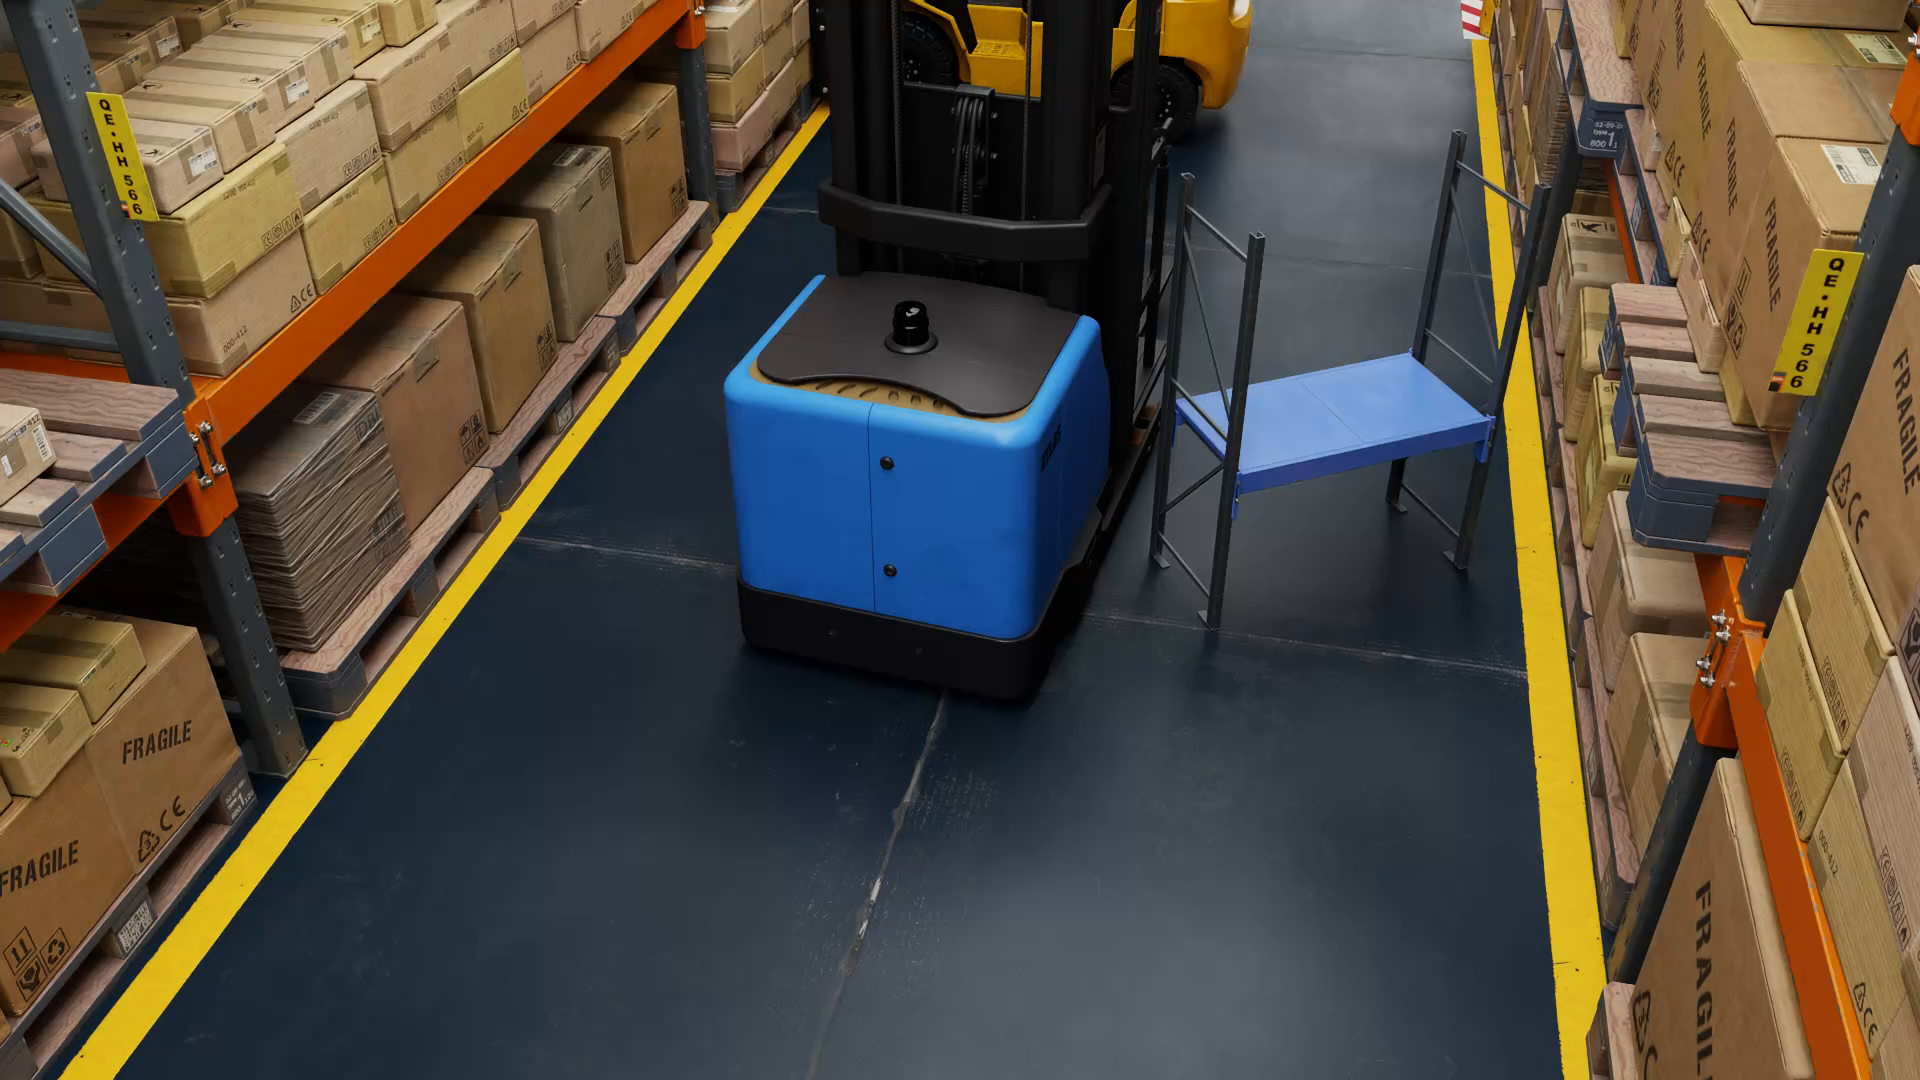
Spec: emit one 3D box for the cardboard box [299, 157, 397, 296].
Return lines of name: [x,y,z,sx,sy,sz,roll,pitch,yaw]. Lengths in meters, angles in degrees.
cardboard box: [-2.133,-1.009,5.214,0.500,0.250,0.500,7,36,9]

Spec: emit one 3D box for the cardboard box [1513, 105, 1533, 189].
cardboard box: [3.094,-1.967,8.394,0.500,0.250,0.500,6,36,9]

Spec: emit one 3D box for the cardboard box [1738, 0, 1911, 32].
cardboard box: [2.345,-1.505,4.522,0.380,0.149,0.250,6,36,8]

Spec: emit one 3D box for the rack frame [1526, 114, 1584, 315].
rack frame: [3.126,-2.232,6.773,1.000,3.000,0.127,7,37,10]

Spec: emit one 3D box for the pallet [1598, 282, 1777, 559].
pallet: [2.320,-0.283,4.247,1.213,0.211,1.003,7,37,10]

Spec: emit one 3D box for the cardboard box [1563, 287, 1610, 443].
cardboard box: [2.866,-0.624,6.436,0.950,0.372,0.625,10,37,13]

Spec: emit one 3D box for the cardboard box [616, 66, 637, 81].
cardboard box: [-1.820,-2.416,8.586,0.500,0.250,0.500,7,36,9]

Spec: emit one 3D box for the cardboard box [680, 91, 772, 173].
cardboard box: [-1.297,-2.144,8.638,0.500,0.250,0.500,8,37,10]

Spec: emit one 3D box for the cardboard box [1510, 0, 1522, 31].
cardboard box: [3.426,-3.143,9.377,0.500,0.500,0.500,6,36,8]

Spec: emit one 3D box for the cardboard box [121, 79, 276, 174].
cardboard box: [-2.167,-1.161,4.657,0.380,0.149,0.250,8,37,11]

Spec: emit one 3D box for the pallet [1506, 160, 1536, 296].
pallet: [3.235,-1.492,8.129,1.003,0.211,1.213,7,37,10]

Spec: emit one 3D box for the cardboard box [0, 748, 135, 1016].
cardboard box: [-2.576,0.839,4.309,0.500,0.500,0.500,7,36,9]

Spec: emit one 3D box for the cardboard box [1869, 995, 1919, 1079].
cardboard box: [1.711,0.968,2.486,0.500,0.250,0.500,8,37,12]

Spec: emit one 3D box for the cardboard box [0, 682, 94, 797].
cardboard box: [-2.464,0.496,4.229,0.380,0.149,0.250,6,36,8]

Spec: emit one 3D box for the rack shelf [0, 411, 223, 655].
rack shelf: [-3.006,0.880,3.093,1.077,0.370,4.000,7,37,10]

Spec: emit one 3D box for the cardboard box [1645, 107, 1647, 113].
cardboard box: [2.501,-1.425,5.516,0.380,0.149,0.250,8,37,10]

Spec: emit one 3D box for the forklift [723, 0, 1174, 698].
forklift: [0.196,-1.535,5.871,1.130,2.935,3.031,11,37,15]

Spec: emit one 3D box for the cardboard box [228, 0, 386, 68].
cardboard box: [-2.069,-1.610,5.278,0.380,0.149,0.250,8,37,10]

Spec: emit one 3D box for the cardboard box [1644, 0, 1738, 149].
cardboard box: [2.421,-1.465,5.019,0.500,0.500,0.500,6,36,8]

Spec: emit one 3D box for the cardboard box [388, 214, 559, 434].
cardboard box: [-2.156,-0.884,6.580,0.875,0.625,0.625,6,36,8]

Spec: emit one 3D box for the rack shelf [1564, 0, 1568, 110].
rack shelf: [3.553,-3.087,8.566,1.077,0.370,4.000,7,37,10]

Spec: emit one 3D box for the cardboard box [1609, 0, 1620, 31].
cardboard box: [2.699,-2.023,6.341,0.380,0.149,0.250,8,37,11]

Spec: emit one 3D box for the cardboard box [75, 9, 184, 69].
cardboard box: [-2.661,-1.528,5.164,0.380,0.149,0.250,7,36,9]

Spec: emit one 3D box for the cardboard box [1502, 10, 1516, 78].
cardboard box: [3.421,-2.862,9.628,0.500,0.250,0.500,9,37,12]

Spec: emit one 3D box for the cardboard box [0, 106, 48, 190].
cardboard box: [-2.707,-1.073,4.537,0.380,0.149,0.250,8,37,11]

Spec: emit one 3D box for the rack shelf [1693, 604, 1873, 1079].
rack shelf: [1.844,1.500,2.238,1.077,0.370,4.000,7,37,10]

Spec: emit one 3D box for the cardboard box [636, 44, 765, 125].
cardboard box: [-1.319,-2.349,8.495,0.500,0.250,0.500,7,37,10]

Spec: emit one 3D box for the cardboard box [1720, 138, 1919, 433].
cardboard box: [2.097,-0.565,3.777,0.500,0.500,0.500,6,36,9]

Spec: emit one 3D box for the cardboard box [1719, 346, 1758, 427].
cardboard box: [2.098,-0.387,4.084,0.380,0.149,0.250,8,37,11]

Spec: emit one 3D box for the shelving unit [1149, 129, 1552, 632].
shelving unit: [1.282,-0.531,5.705,1.048,1.500,0.538,-12,38,-17]

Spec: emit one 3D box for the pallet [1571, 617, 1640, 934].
pallet: [2.440,0.743,5.045,1.003,0.211,1.213,7,37,10]

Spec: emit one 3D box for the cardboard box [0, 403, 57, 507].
cardboard box: [-2.344,-0.202,3.829,0.380,0.149,0.250,8,37,11]

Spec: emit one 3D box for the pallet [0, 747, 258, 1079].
pallet: [-2.775,0.994,4.699,1.003,0.211,1.213,7,37,10]

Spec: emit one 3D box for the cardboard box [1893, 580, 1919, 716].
cardboard box: [1.831,0.154,2.544,0.500,0.500,0.500,7,37,10]

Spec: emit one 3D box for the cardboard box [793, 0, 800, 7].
cardboard box: [-1.100,-3.130,9.145,0.500,0.250,0.500,9,37,12]

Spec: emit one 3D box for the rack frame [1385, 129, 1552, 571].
rack frame: [1.758,-0.636,5.849,0.032,1.500,0.500,-12,38,-17]

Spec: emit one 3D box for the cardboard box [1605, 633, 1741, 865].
cardboard box: [2.402,0.633,4.702,0.950,0.372,0.625,5,36,7]

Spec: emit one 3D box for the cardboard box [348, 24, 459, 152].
cardboard box: [-2.007,-1.509,5.477,0.500,0.250,0.500,6,36,9]

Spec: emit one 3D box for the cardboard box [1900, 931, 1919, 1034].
cardboard box: [1.692,0.760,2.347,0.500,0.250,0.500,7,37,10]

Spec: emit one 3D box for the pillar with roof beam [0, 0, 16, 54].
pillar with roof beam: [1.025,-3.308,3.146,9.100,9.000,0.400,7,37,10]

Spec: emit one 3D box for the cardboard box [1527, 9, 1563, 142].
cardboard box: [3.097,-2.257,8.154,0.500,0.500,0.500,8,37,11]

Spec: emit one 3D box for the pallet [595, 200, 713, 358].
pallet: [-1.843,-1.295,7.857,1.003,0.211,1.213,7,37,10]

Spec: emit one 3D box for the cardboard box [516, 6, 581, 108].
cardboard box: [-1.814,-1.899,6.442,0.500,0.250,0.500,8,37,10]

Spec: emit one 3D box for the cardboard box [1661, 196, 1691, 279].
cardboard box: [2.215,-0.840,4.709,0.380,0.149,0.250,8,37,11]

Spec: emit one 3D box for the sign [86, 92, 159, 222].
sign: [-2.046,-0.933,4.061,0.100,0.325,0.005,7,37,10]

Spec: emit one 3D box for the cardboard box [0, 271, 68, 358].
cardboard box: [-2.732,-0.787,4.908,0.500,0.250,0.500,7,36,9]
